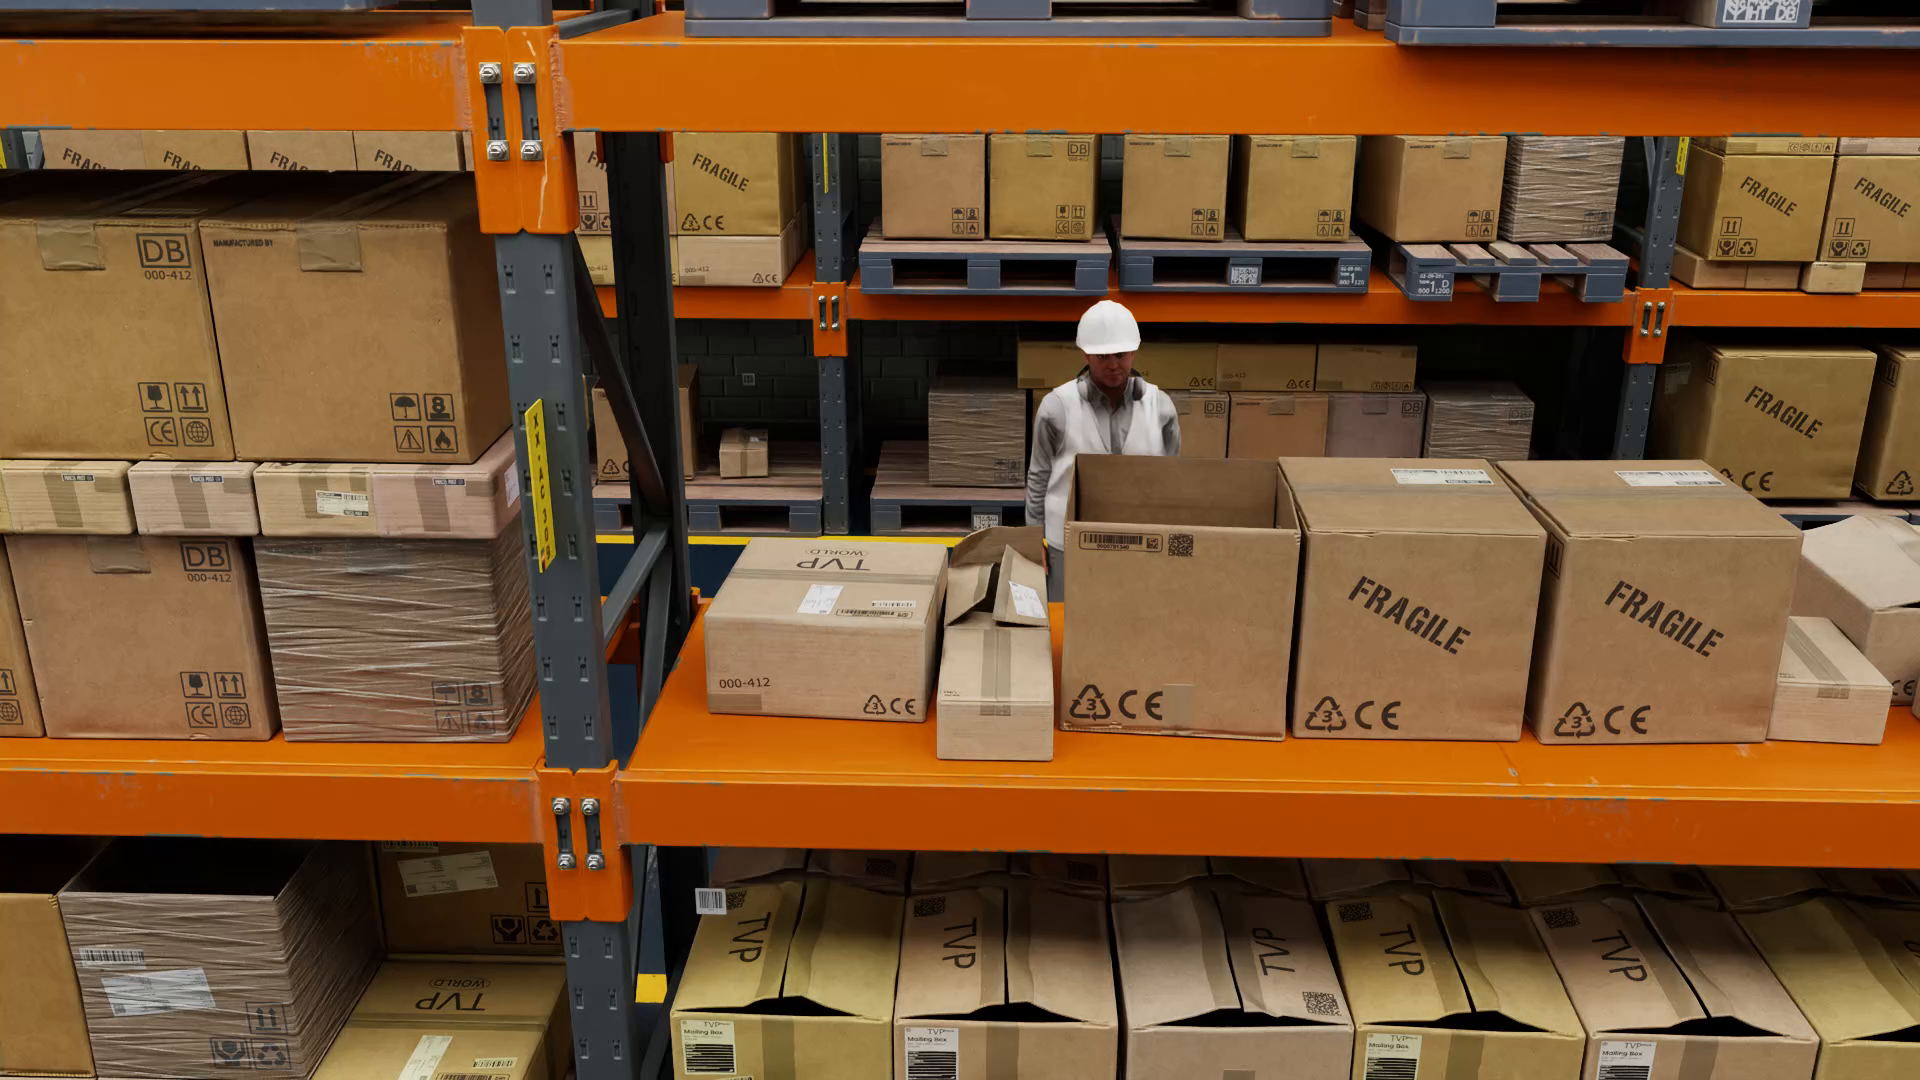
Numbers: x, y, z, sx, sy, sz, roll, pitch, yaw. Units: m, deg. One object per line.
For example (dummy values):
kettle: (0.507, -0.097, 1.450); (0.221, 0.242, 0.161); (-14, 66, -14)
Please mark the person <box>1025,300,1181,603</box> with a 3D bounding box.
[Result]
person: (0.545, 0.043, 5.898); (0.575, 1.766, 0.590); (-3, 21, -9)
